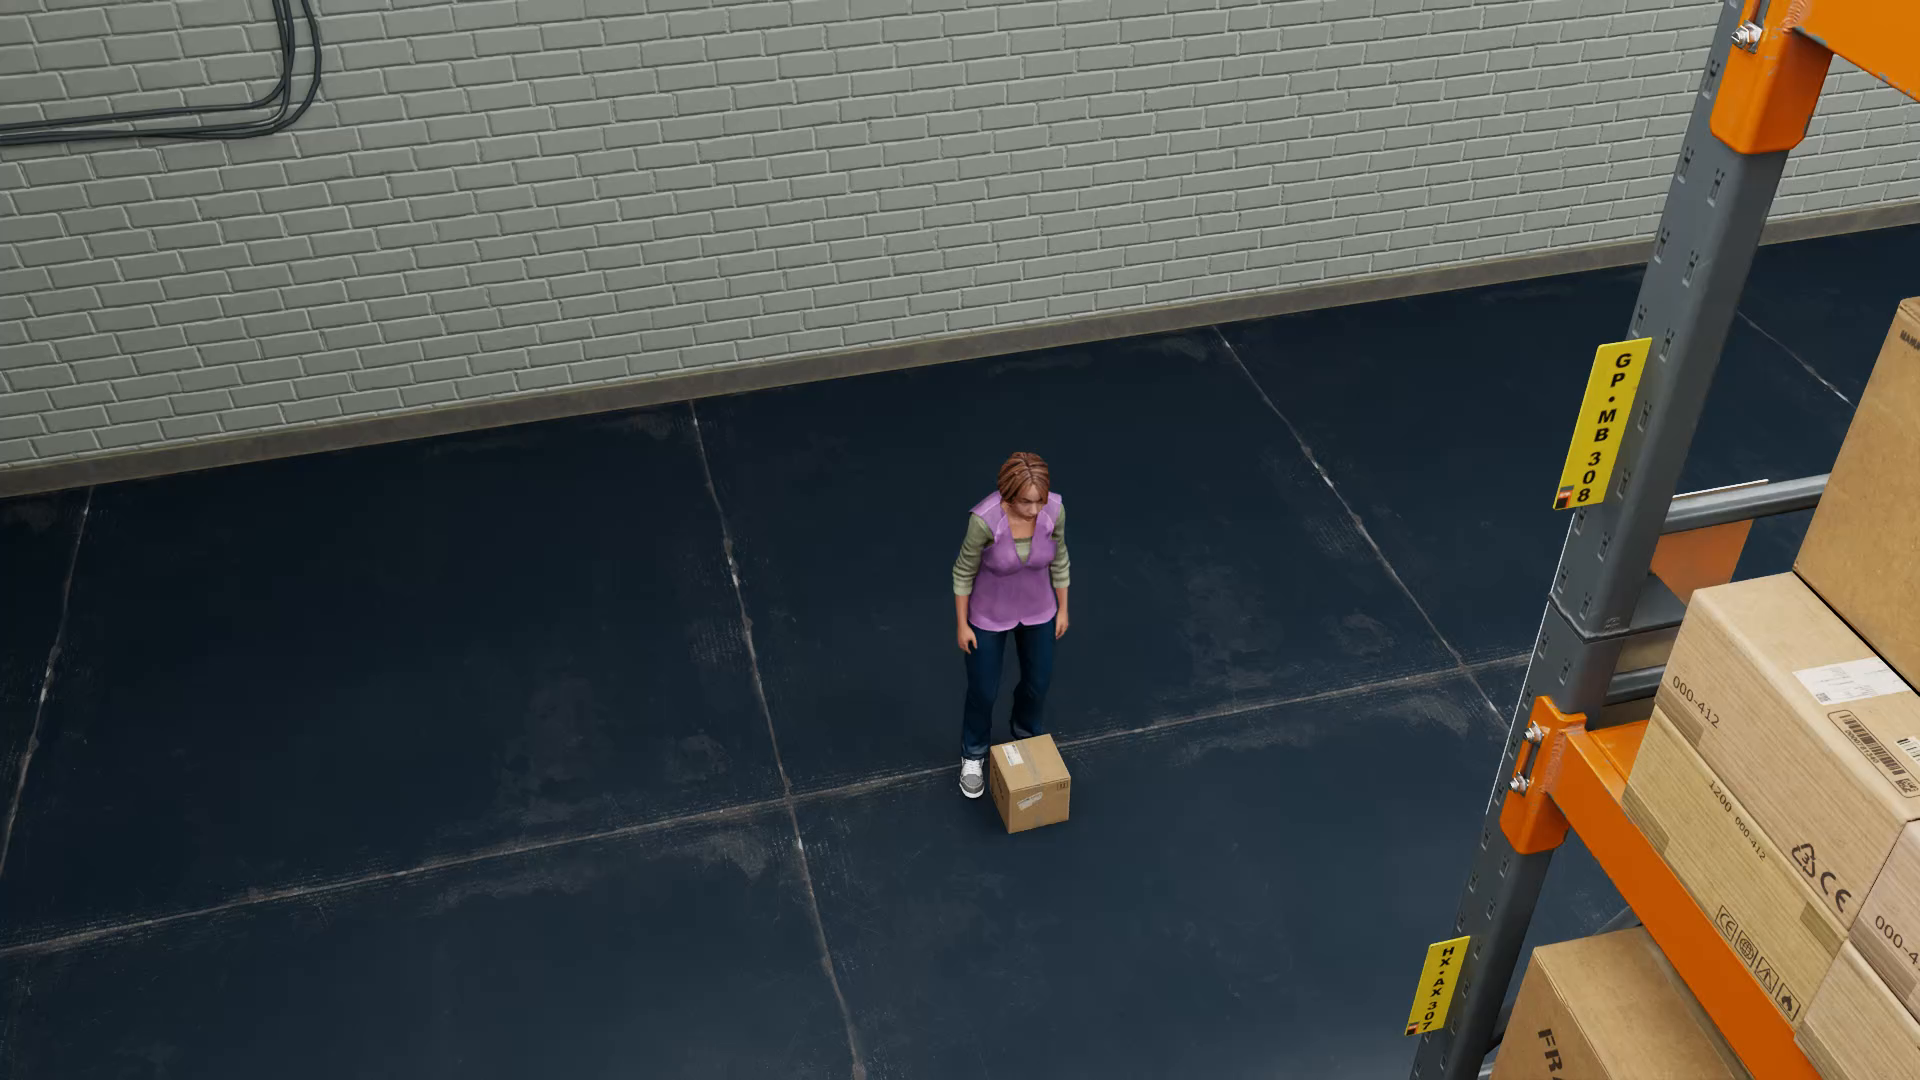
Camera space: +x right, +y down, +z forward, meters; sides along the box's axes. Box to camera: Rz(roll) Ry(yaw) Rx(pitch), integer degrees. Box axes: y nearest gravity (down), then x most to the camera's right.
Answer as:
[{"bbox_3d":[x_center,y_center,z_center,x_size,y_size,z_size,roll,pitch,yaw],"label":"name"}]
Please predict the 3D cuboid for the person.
[{"bbox_3d":[0.199,0.298,6.350,0.459,1.593,0.345,-10,40,-12],"label":"person"}]
